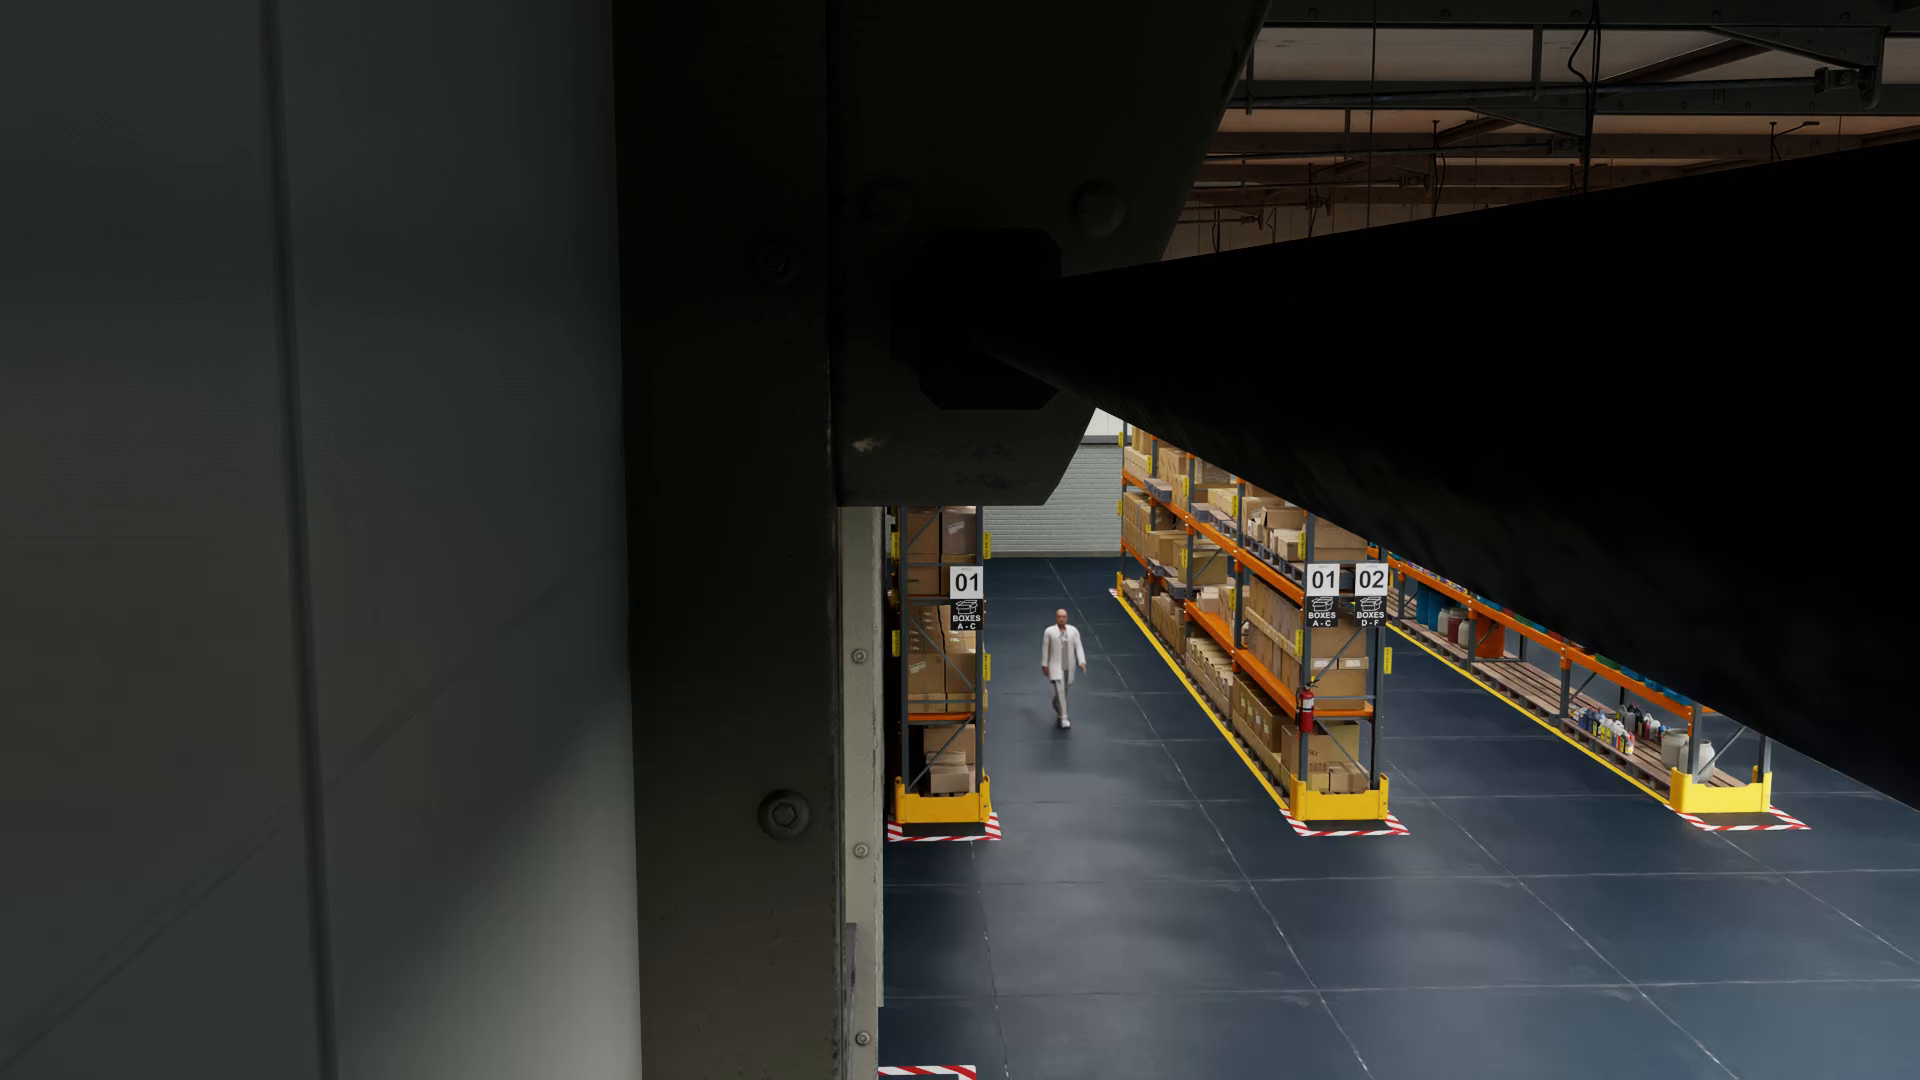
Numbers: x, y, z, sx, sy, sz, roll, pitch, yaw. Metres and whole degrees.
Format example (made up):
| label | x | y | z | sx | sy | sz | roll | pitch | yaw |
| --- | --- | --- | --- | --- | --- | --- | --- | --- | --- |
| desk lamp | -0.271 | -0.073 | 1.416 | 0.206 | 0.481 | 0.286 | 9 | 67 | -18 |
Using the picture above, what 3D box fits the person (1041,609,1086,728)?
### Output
| label | x | y | z | sx | sy | sz | roll | pitch | yaw |
| --- | --- | --- | --- | --- | --- | --- | --- | --- | --- |
| person | 1.569 | 1.913 | 25.287 | 0.587 | 1.725 | 1.159 | -2 | 8 | -17 |
